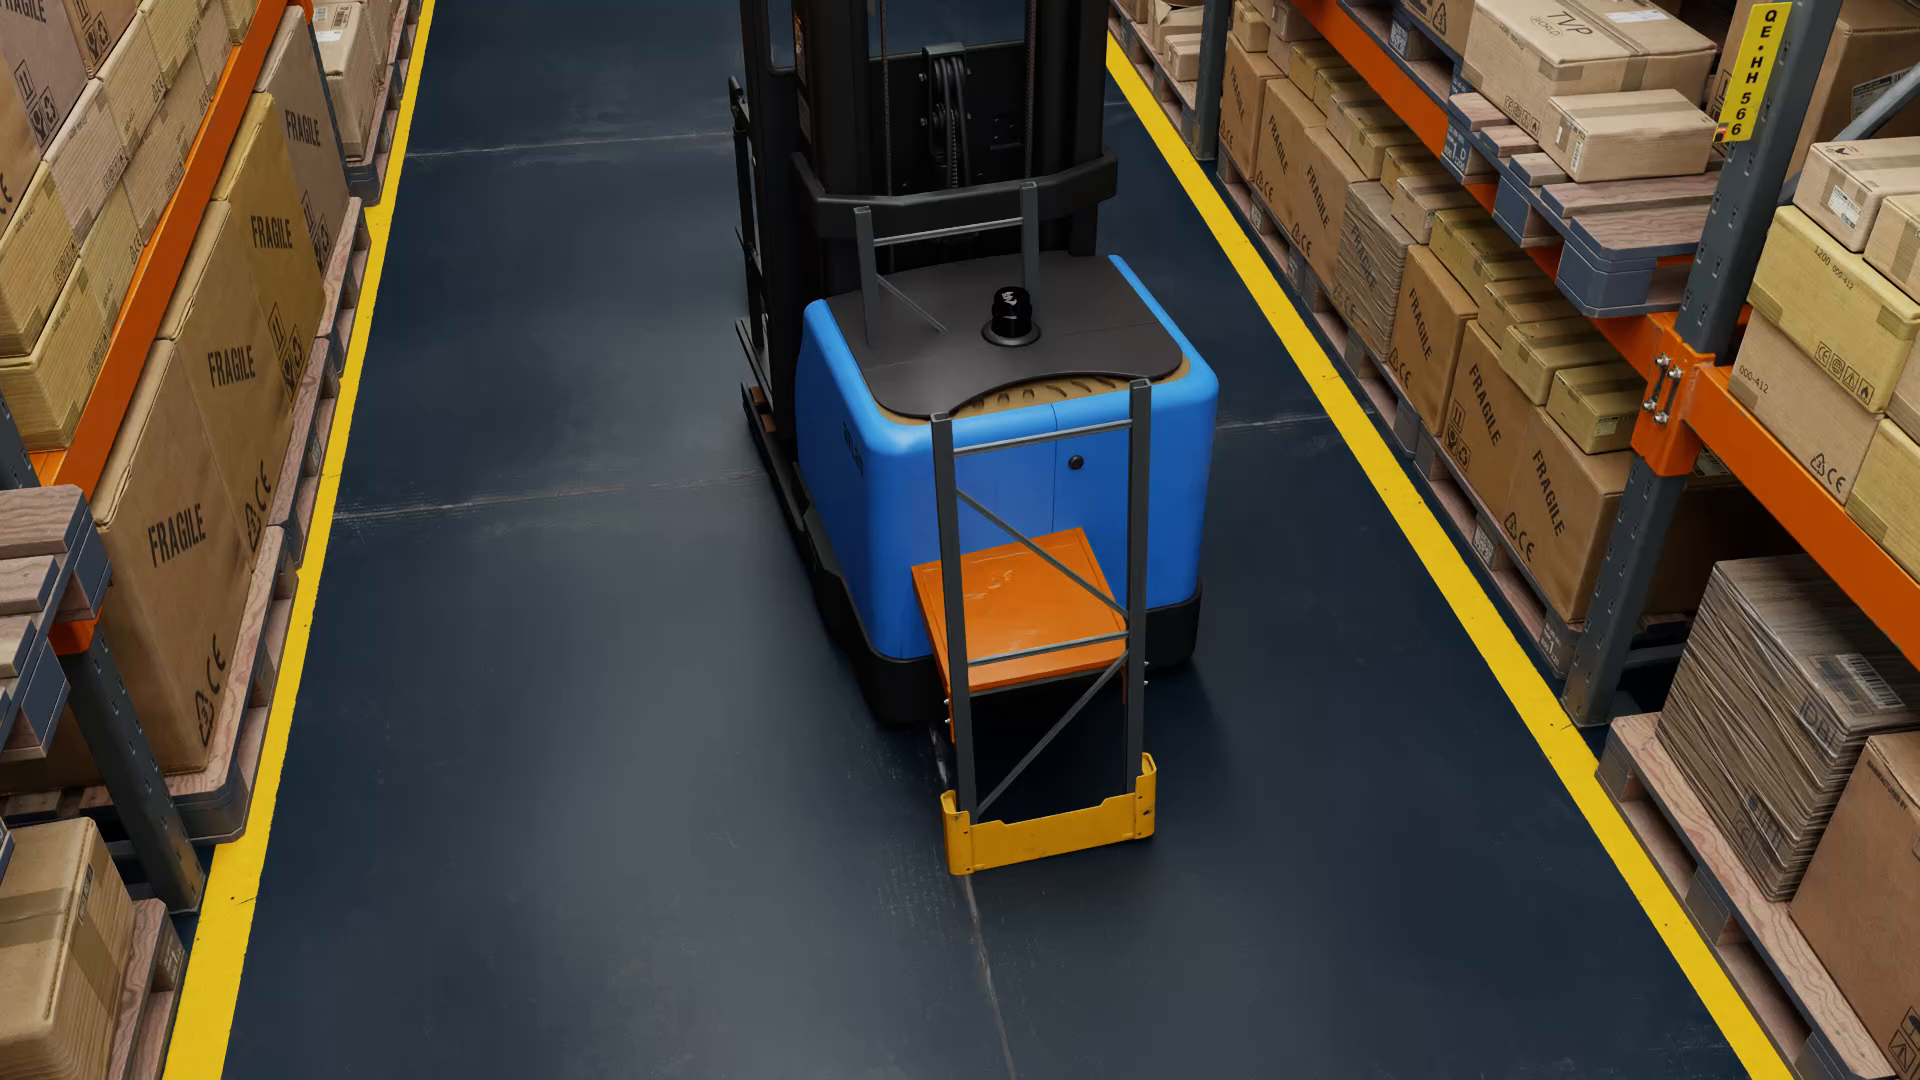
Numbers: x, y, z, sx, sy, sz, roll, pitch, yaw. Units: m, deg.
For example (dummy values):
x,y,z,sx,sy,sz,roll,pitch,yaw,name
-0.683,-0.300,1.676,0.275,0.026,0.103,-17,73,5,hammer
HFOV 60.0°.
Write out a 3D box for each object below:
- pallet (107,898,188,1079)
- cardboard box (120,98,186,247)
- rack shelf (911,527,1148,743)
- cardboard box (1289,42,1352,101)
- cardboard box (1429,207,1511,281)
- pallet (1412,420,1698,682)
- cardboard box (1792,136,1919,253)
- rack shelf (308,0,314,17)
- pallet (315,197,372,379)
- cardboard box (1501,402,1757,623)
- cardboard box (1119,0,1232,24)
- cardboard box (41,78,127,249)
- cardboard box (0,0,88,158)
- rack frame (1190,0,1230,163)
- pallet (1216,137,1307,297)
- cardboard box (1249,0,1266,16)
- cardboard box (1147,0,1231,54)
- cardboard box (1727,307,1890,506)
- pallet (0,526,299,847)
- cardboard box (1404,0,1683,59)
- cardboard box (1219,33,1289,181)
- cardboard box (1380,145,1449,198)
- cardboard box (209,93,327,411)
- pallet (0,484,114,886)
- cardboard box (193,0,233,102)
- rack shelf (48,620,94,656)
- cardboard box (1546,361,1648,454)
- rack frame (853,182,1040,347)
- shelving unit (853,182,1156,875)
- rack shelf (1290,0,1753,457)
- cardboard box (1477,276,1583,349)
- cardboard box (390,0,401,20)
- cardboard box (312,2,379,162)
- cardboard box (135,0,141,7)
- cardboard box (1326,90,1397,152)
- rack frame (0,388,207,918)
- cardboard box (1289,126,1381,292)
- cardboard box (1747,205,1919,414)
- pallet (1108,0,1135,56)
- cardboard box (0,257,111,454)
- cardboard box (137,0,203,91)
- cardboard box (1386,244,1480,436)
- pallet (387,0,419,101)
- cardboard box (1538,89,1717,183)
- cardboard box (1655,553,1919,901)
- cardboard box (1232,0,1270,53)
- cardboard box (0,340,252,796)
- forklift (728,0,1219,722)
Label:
x,y,z,sx,sy,sz,roll,pitch,yaw,name
-2.409,1.408,3.765,1.003,0.211,1.213,-6,38,-8,pallet
-2.576,-1.054,4.784,0.500,0.250,0.500,-5,38,-6,cardboard box
0.118,0.110,4.656,0.538,0.185,1.000,-10,39,-8,rack shelf
1.622,-1.994,7.038,0.380,0.149,0.250,-8,39,-10,cardboard box
1.879,-1.047,5.820,0.380,0.149,0.250,-7,38,-9,cardboard box
2.248,-0.055,5.649,1.003,0.211,1.213,-6,38,-8,pallet
2.108,-0.773,3.689,0.380,0.149,0.250,-5,38,-7,cardboard box
-3.596,-3.505,8.403,1.077,0.370,4.000,-6,38,-8,rack shelf
-3.036,-1.022,6.894,1.003,0.211,1.213,-6,38,-8,pallet
2.056,-0.112,5.145,0.500,0.500,0.500,-5,38,-7,cardboard box
1.247,-3.185,9.100,0.700,0.500,0.500,-8,38,-10,cardboard box
-2.480,-0.948,4.240,0.500,0.250,0.500,-5,38,-7,cardboard box
-2.487,-1.222,3.982,0.500,0.500,0.500,-6,38,-8,cardboard box
1.640,-3.117,7.318,1.000,3.000,0.127,-6,38,-8,rack frame
1.820,-1.529,7.546,1.003,0.211,1.213,-6,38,-8,pallet
1.501,-2.431,7.358,0.380,0.149,0.250,-7,38,-9,cardboard box
1.191,-2.724,8.698,0.396,0.266,0.258,-5,38,-6,cardboard box
2.179,-0.348,3.875,0.500,0.250,0.500,-6,38,-8,cardboard box
-2.609,0.452,4.997,1.003,0.211,1.213,-6,38,-8,pallet
1.873,-1.874,5.291,0.797,0.503,0.637,-7,38,-9,cardboard box
1.504,-1.980,7.548,0.500,0.500,0.500,-5,38,-6,cardboard box
1.808,-1.365,6.229,0.380,0.149,0.250,-6,38,-8,cardboard box
-2.892,-0.997,5.978,0.875,0.875,0.875,-5,38,-7,cardboard box
-2.315,0.330,3.037,1.213,0.211,1.003,-6,38,-8,pallet
-2.761,-1.664,5.569,0.500,0.250,0.500,-7,38,-9,cardboard box
-2.194,1.327,2.183,1.077,0.370,4.000,-6,38,-8,rack shelf
2.006,-0.407,4.996,0.380,0.149,0.250,-8,39,-10,cardboard box
0.000,-0.336,4.936,0.500,1.500,0.032,-10,39,-8,rack frame
0.107,-0.036,4.551,0.587,1.500,1.083,-10,39,-8,shelving unit
1.991,-1.625,5.983,1.077,0.370,4.000,-6,38,-8,rack shelf
1.925,-0.733,5.414,0.380,0.149,0.250,-7,38,-9,cardboard box
-3.564,-3.211,9.185,0.875,0.438,0.875,-5,38,-7,cardboard box
-3.250,-2.126,7.788,0.875,0.438,0.875,-7,38,-9,cardboard box
-2.647,-1.842,4.779,0.500,0.500,0.500,-6,38,-7,cardboard box
1.691,-1.675,6.628,0.380,0.149,0.250,-6,38,-8,cardboard box
-2.544,-0.165,3.518,1.000,3.000,0.127,-6,38,-8,rack frame
1.690,-1.357,6.747,0.500,0.500,0.500,-7,38,-9,cardboard box
2.154,-0.543,3.718,0.500,0.250,0.500,-6,38,-8,cardboard box
1.304,-3.169,9.658,1.003,0.211,1.213,-6,38,-8,pallet
-2.383,-0.429,3.979,0.500,0.250,0.500,-7,38,-9,cardboard box
-2.631,-1.558,5.026,0.500,0.250,0.500,-6,38,-7,cardboard box
1.884,-0.732,5.942,0.500,0.500,0.500,-5,38,-6,cardboard box
-3.519,-2.686,9.036,1.003,0.211,1.213,-6,38,-8,pallet
1.849,-1.123,4.614,0.380,0.149,0.250,-6,38,-7,cardboard box
2.438,0.449,4.321,0.875,0.625,0.625,-5,38,-7,cardboard box
1.441,-2.307,7.441,0.380,0.149,0.250,-5,38,-6,cardboard box
-2.584,0.082,4.589,0.875,0.875,0.875,-7,38,-8,cardboard box
-0.187,-1.526,5.325,1.130,2.935,3.031,-11,39,-14,forklift
